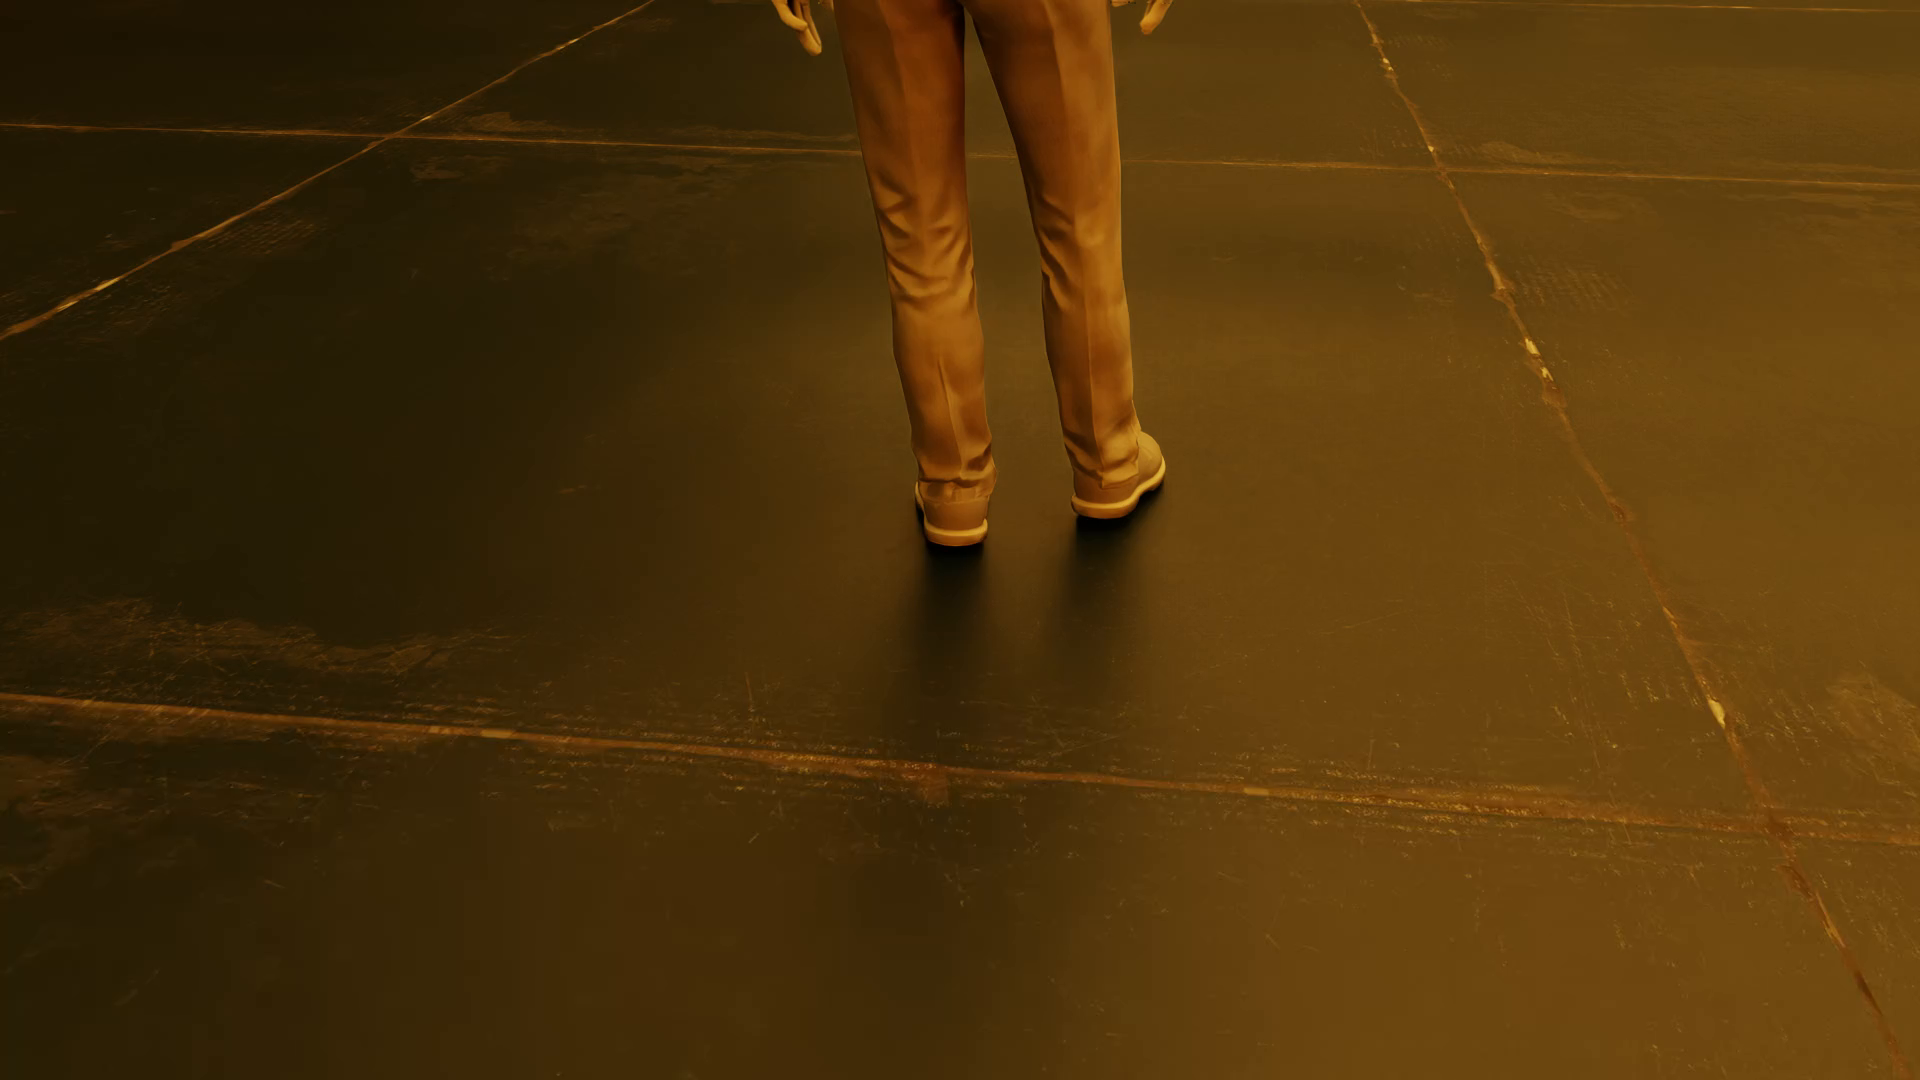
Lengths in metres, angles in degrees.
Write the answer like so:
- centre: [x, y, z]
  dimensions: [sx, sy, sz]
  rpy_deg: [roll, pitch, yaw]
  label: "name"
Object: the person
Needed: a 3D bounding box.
- centre: [0.015, -0.794, 2.178]
  dimensions: [0.588, 1.695, 0.531]
  rpy_deg: [3, 27, 7]
  label: "person"
